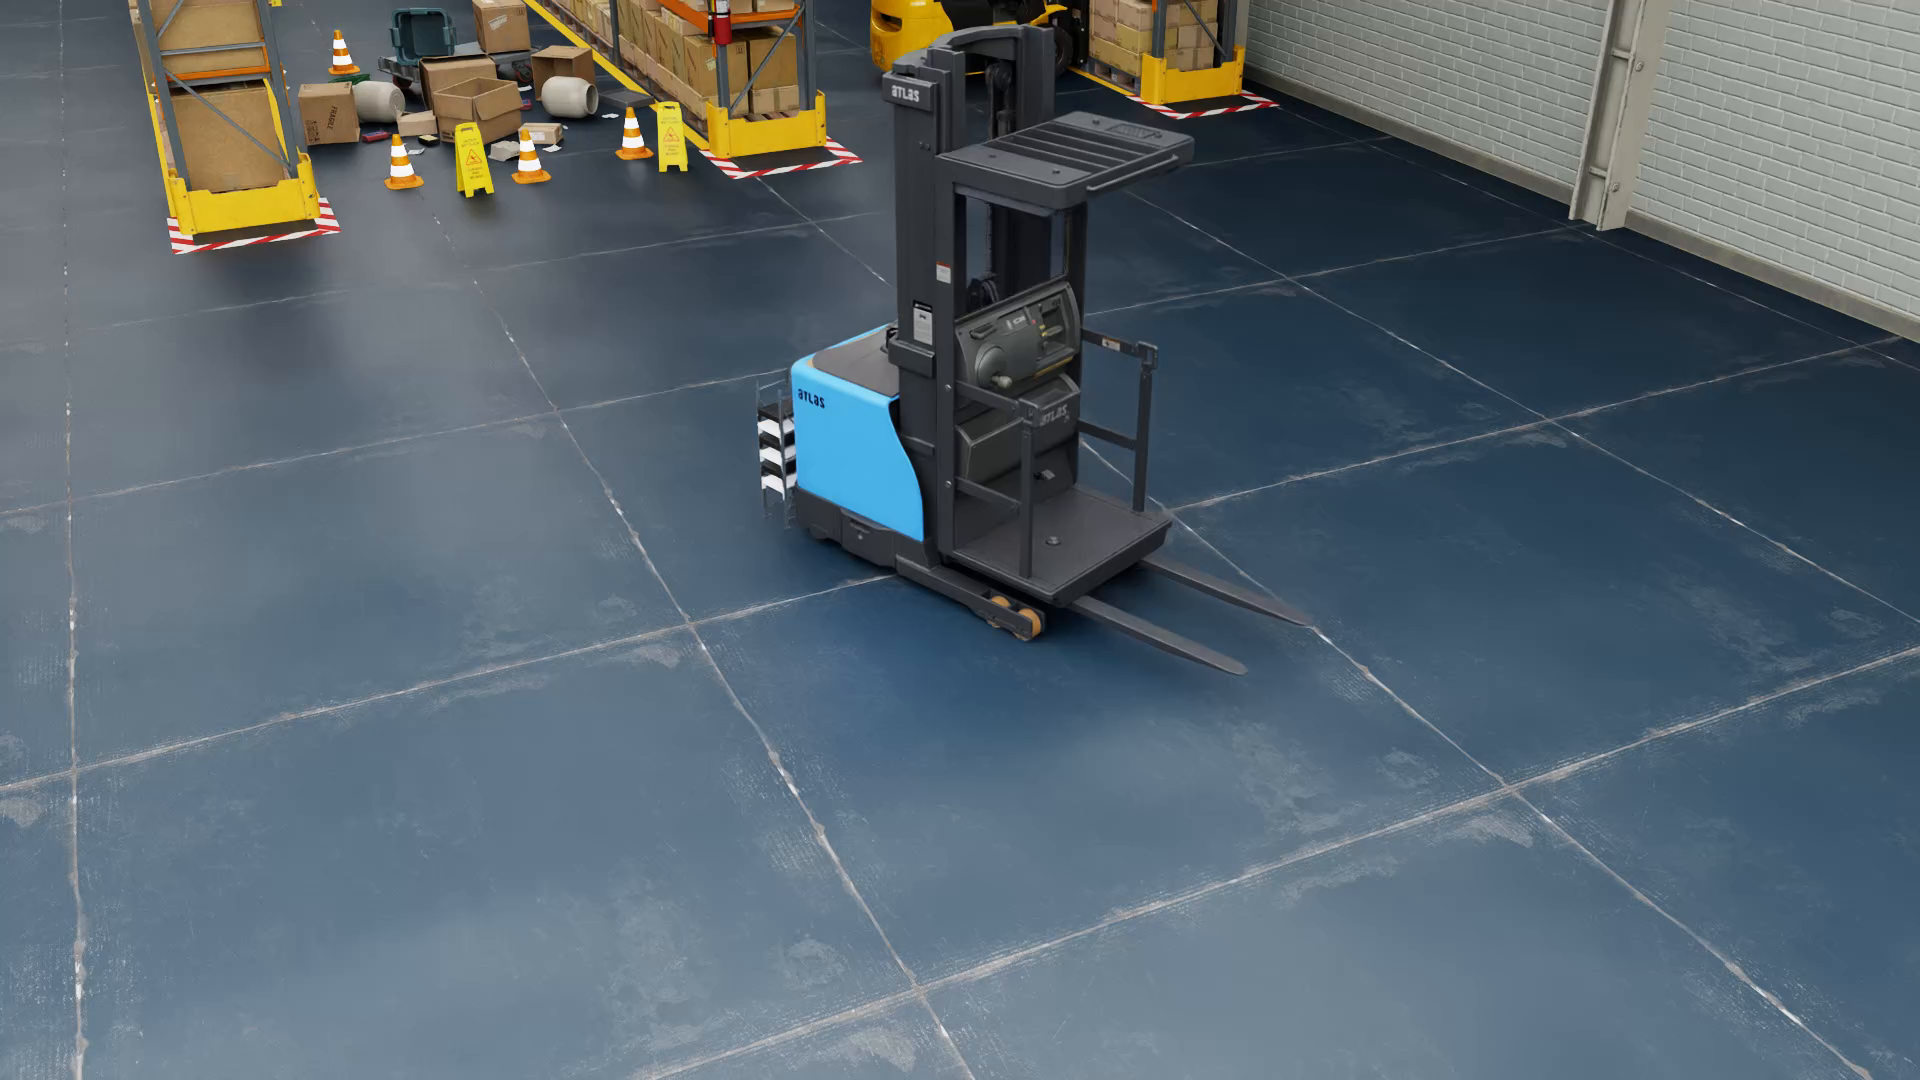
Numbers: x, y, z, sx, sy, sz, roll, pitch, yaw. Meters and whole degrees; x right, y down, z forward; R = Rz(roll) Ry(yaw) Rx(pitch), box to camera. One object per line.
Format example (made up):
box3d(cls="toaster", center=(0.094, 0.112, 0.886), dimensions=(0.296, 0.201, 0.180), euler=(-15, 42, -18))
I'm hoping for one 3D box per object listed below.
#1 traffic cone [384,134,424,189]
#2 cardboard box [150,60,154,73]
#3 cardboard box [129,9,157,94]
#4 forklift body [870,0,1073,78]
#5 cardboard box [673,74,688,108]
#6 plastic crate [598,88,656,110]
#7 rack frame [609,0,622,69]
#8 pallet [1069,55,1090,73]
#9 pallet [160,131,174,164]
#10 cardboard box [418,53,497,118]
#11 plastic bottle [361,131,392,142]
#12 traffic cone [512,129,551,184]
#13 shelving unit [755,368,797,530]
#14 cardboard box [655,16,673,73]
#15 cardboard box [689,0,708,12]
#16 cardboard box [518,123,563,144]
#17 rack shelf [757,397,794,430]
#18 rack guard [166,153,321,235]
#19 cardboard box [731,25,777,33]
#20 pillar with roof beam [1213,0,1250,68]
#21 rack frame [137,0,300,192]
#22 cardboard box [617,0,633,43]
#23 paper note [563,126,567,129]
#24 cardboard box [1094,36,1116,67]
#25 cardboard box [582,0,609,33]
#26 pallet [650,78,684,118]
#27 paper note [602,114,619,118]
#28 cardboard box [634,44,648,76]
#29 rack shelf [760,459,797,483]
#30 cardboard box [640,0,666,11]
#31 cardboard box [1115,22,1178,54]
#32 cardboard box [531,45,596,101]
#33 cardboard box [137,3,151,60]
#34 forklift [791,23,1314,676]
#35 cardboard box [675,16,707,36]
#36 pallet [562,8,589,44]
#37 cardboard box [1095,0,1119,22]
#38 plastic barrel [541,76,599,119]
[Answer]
box3d(cls="traffic cone", center=(-5.277, -3.590, 15.679), dimensions=(0.336, 0.463, 0.334), euler=(-13, 32, -22))
box3d(cls="cardboard box", center=(-7.062, -4.094, 15.727), dimensions=(0.875, 0.875, 0.875), euler=(-14, 32, -23))
box3d(cls="cardboard box", center=(-8.397, -5.388, 18.162), dimensions=(1.050, 0.750, 0.750), euler=(-13, 32, -22))
box3d(cls="forklift body", center=(0.115, -6.376, 18.921), dimensions=(2.313, 2.155, 1.214), euler=(-13, 32, -22))
box3d(cls="cardboard box", center=(-2.710, -4.762, 17.558), dimensions=(0.500, 0.250, 0.500), euler=(-13, 32, -22))
box3d(cls="plastic crate", center=(-3.688, -4.875, 18.362), dimensions=(0.583, 0.080, 0.402), euler=(26, 38, 38))
box3d(cls="rack frame", center=(-3.622, -7.014, 19.192), dimensions=(1.000, 3.000, 0.127), euler=(-13, 32, -22))
box3d(cls="pallet", center=(1.691, -5.942, 20.131), dimensions=(1.003, 0.211, 1.213), euler=(-13, 32, -22))
box3d(cls="pallet", center=(-7.266, -3.822, 16.350), dimensions=(1.003, 0.211, 1.213), euler=(-13, 32, -22))
box3d(cls="cardboard box", center=(-5.354, -4.873, 17.788), dimensions=(0.797, 0.637, 0.503), euler=(-13, 32, -22))
box3d(cls="plastic bottle", center=(-5.991, -4.152, 17.092), dimensions=(0.133, 0.061, 0.283), euler=(26, 38, 38))
box3d(cls="traffic cone", center=(-4.111, -3.677, 15.834), dimensions=(0.336, 0.463, 0.334), euler=(-13, 32, -22))
box3d(cls="shelving unit", center=(-1.018, -0.532, 9.779), dimensions=(0.258, 0.900, 0.210), euler=(-26, 38, -38))
box3d(cls="cardboard box", center=(-2.921, -5.312, 17.771), dimensions=(0.500, 0.500, 0.500), euler=(-14, 32, -23))
box3d(cls="cardboard box", center=(-2.467, -5.347, 16.475), dimensions=(0.380, 0.149, 0.250), euler=(-13, 32, -23))
box3d(cls="cardboard box", center=(-4.291, -4.159, 17.014), dimensions=(0.380, 0.149, 0.250), euler=(2, 29, 4))
box3d(cls="rack shelf", center=(-1.018, -0.739, 9.663), dimensions=(0.258, 0.077, 0.200), euler=(-26, 38, -38))
box3d(cls="rack guard", center=(-6.322, -3.063, 14.700), dimensions=(1.175, 0.500, 0.348), euler=(-13, 32, -22))
box3d(cls="cardboard box", center=(-2.240, -5.213, 17.595), dimensions=(0.500, 0.500, 0.500), euler=(-14, 32, -24))
box3d(cls="pillar with roof beam", center=(-0.796, -8.501, 15.709), dimensions=(9.100, 9.000, 0.400), euler=(-13, 32, -22))
box3d(cls="rack frame", center=(-6.332, -4.163, 14.108), dimensions=(1.000, 3.000, 0.127), euler=(-13, 32, -22))
box3d(cls="cardboard box", center=(-3.612, -6.008, 19.013), dimensions=(0.500, 0.500, 0.500), euler=(-12, 31, -20))
box3d(cls="paper note", center=(-4.152, -4.342, 17.482), dimensions=(0.032, 0.001, 0.123), euler=(-13, 32, -22))
box3d(cls="cardboard box", center=(1.885, -5.638, 19.120), dimensions=(0.500, 0.250, 0.500), euler=(-13, 32, -22))
box3d(cls="cardboard box", center=(-4.161, -6.599, 20.709), dimensions=(0.950, 0.372, 0.625), euler=(-11, 31, -19))
box3d(cls="pallet", center=(-2.774, -4.969, 18.396), dimensions=(1.003, 0.211, 1.213), euler=(-13, 32, -22))
box3d(cls="paper note", center=(-3.750, -4.558, 17.847), dimensions=(0.148, 0.019, 0.142), euler=(26, 38, 38))
box3d(cls="cardboard box", center=(-3.373, -5.447, 18.780), dimensions=(0.500, 0.250, 0.500), euler=(-11, 31, -19))
box3d(cls="rack shelf", center=(-1.018, -0.425, 9.840), dimensions=(0.258, 0.077, 0.200), euler=(-26, 38, -38))
box3d(cls="cardboard box", center=(-3.272, -5.878, 18.118), dimensions=(0.380, 0.149, 0.250), euler=(-11, 31, -19))
box3d(cls="cardboard box", center=(2.086, -5.643, 18.617), dimensions=(0.500, 0.250, 0.500), euler=(-14, 32, -23))
box3d(cls="cardboard box", center=(-4.391, -5.166, 18.449), dimensions=(0.500, 0.500, 0.500), euler=(7, 30, 13))
box3d(cls="cardboard box", center=(-6.788, -4.622, 14.772), dimensions=(0.875, 0.550, 0.550), euler=(-13, 32, -22))
box3d(cls="forklift", center=(0.471, -1.036, 8.602), dimensions=(3.031, 2.935, 1.130), euler=(24, 37, 35))
box3d(cls="cardboard box", center=(-2.702, -5.289, 17.066), dimensions=(0.380, 0.149, 0.250), euler=(-12, 31, -21))
box3d(cls="pallet", center=(-4.485, -6.681, 21.449), dimensions=(1.003, 0.211, 1.213), euler=(-13, 32, -22))
box3d(cls="cardboard box", center=(1.873, -6.074, 18.874), dimensions=(0.500, 0.250, 0.500), euler=(-12, 32, -21))
box3d(cls="plastic barrel", center=(-4.159, -4.718, 17.731), dimensions=(0.512, 0.421, 0.421), euler=(7, 30, 13))
